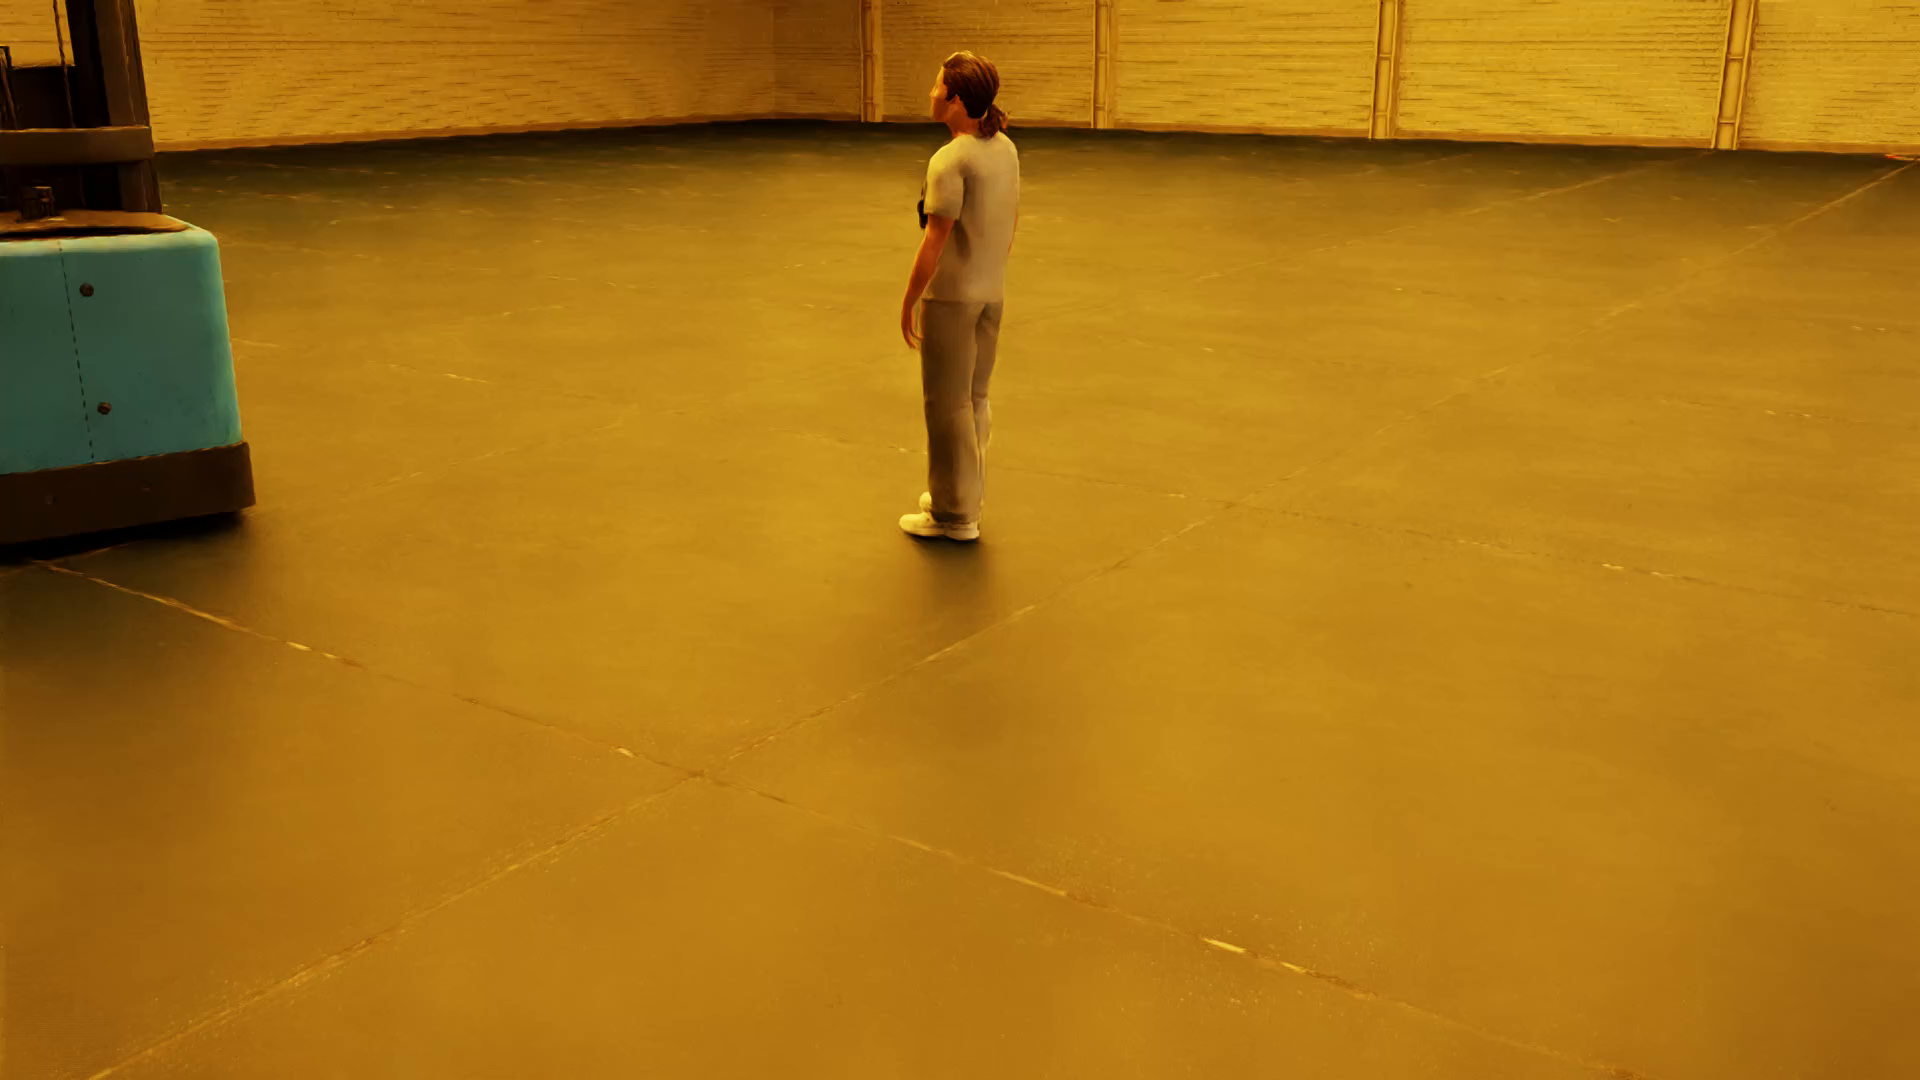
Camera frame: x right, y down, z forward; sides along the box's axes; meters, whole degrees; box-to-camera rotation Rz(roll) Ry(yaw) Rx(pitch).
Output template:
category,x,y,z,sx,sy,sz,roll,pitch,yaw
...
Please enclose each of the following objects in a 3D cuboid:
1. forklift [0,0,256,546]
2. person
category,x,y,z,sx,sy,sz,roll,pitch,yaw
forklift,-3.868,-1.722,6.590,1.130,2.935,3.031,-12,20,-34
person,-0.053,-0.825,5.757,0.548,1.674,0.550,11,20,33
